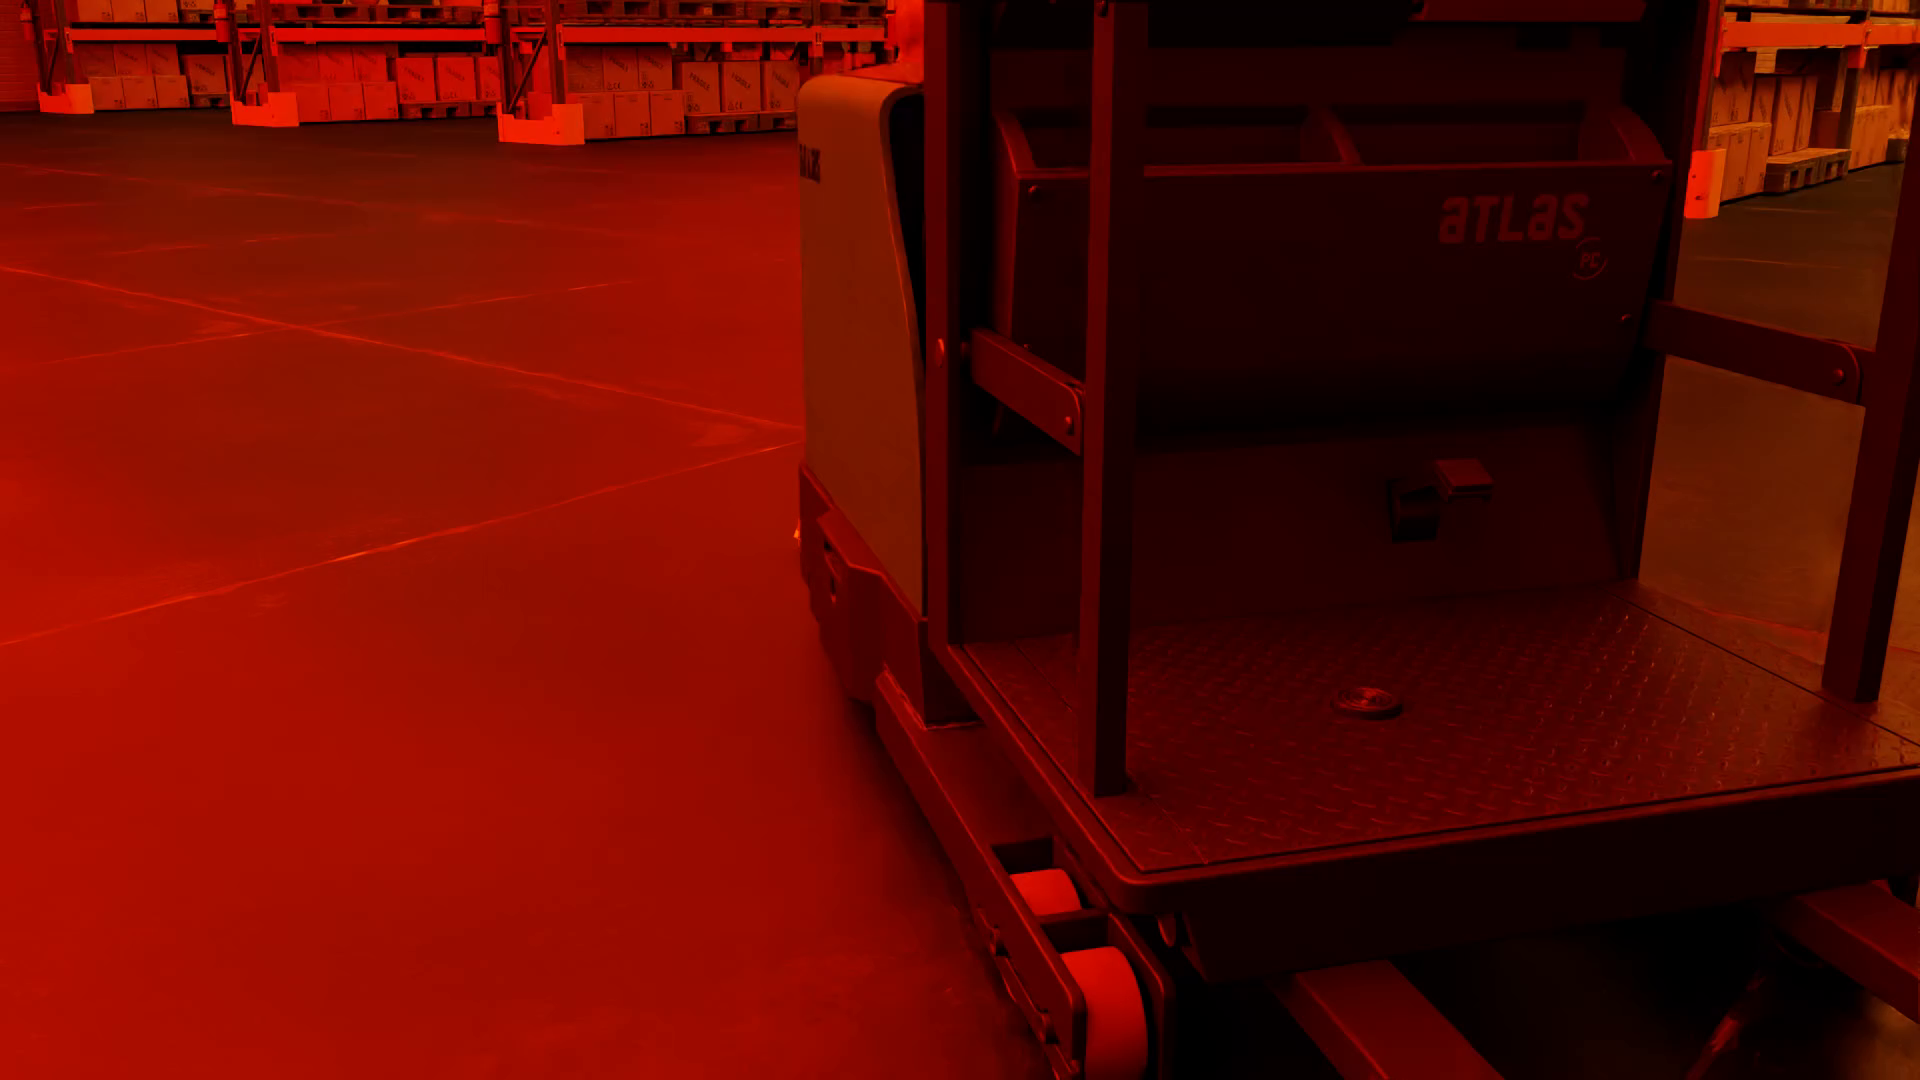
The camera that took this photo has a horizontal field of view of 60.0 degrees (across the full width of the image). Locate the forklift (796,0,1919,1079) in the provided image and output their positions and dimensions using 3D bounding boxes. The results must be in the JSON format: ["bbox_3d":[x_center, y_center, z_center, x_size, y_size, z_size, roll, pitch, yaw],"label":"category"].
[{"bbox_3d":[0.557,-0.901,1.864,1.130,2.935,3.031,-5,17,-15],"label":"forklift"}]

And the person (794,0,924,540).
[{"bbox_3d":[-0.058,-0.757,3.662,0.520,1.597,0.476,13,21,37],"label":"person"}]
